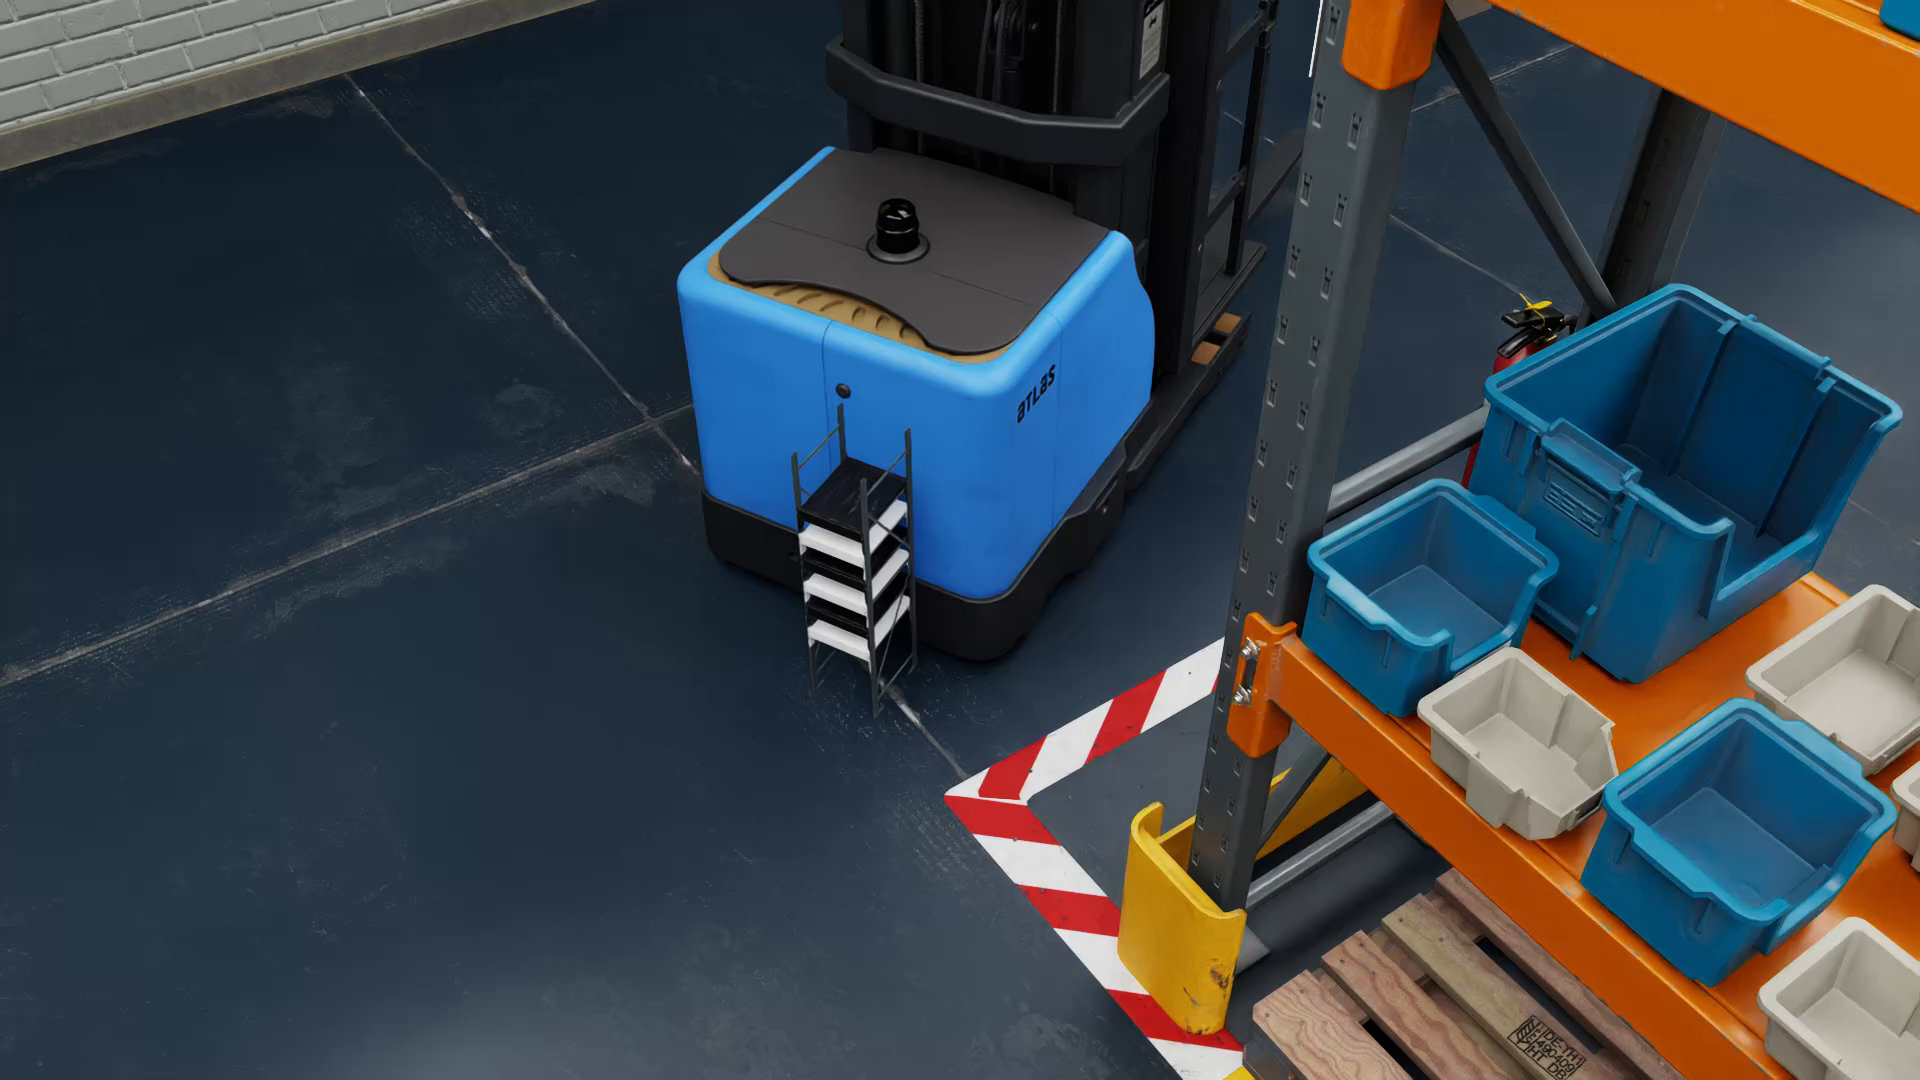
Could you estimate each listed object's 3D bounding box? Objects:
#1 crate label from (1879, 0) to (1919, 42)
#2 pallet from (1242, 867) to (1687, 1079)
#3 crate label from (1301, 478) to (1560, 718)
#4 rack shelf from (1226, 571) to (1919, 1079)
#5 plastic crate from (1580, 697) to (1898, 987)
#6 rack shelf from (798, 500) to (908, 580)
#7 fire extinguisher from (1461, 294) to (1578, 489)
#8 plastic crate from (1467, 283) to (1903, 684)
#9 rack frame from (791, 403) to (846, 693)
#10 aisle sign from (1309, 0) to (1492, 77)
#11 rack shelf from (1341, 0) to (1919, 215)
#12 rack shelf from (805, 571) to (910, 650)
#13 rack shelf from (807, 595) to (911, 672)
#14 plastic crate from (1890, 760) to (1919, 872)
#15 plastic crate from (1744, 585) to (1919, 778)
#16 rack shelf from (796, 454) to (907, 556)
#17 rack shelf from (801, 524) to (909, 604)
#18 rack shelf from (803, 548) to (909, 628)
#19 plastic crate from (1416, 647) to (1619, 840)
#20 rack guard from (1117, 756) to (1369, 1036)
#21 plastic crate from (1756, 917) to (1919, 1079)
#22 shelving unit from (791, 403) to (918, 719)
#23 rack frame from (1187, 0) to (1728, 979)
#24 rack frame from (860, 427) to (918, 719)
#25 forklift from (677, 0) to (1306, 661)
[{"bbox_3d":[1.233,-0.574,1.615,0.408,0.251,0.502,-26,49,-24],"label":"crate label"},{"bbox_3d":[1.411,1.298,3.738,1.003,0.211,1.213,-26,49,-24],"label":"pallet"},{"bbox_3d":[0.842,0.115,3.035,0.416,0.233,0.303,-26,49,-24],"label":"crate label"},{"bbox_3d":[2.115,1.200,2.342,1.077,0.370,4.000,-26,49,-24],"label":"rack shelf"},{"bbox_3d":[1.218,0.488,2.644,0.416,0.233,0.300,-26,49,-24],"label":"plastic crate"},{"bbox_3d":[-0.275,-0.030,4.417,0.200,0.077,0.258,21,48,21],"label":"rack shelf"},{"bbox_3d":[1.257,-0.295,3.713,0.296,0.674,0.183,-26,49,-24],"label":"fire extinguisher"},{"bbox_3d":[1.315,-0.112,3.126,0.616,0.435,0.499,-26,49,-24],"label":"plastic crate"},{"bbox_3d":[-0.364,0.041,4.554,0.006,0.900,0.240,21,48,21],"label":"rack frame"},{"bbox_3d":[0.686,-1.057,2.302,0.394,0.787,0.004,-26,49,-24],"label":"aisle sign"},{"bbox_3d":[2.115,0.115,1.306,1.077,0.370,4.000,-26,49,-24],"label":"rack shelf"},{"bbox_3d":[-0.275,0.164,4.604,0.200,0.077,0.258,21,48,21],"label":"rack shelf"},{"bbox_3d":[-0.274,0.229,4.666,0.200,0.077,0.258,21,48,21],"label":"rack shelf"},{"bbox_3d":[1.740,0.441,2.764,0.396,0.136,0.243,-26,49,-24],"label":"plastic crate"},{"bbox_3d":[1.586,0.271,2.942,0.396,0.136,0.243,-26,49,-24],"label":"plastic crate"},{"bbox_3d":[-0.275,-0.095,4.355,0.200,0.077,0.258,21,48,21],"label":"rack shelf"},{"bbox_3d":[-0.275,0.034,4.480,0.200,0.077,0.258,21,48,21],"label":"rack shelf"},{"bbox_3d":[-0.275,0.099,4.542,0.200,0.077,0.258,21,48,21],"label":"rack shelf"},{"bbox_3d":[0.957,0.365,2.843,0.250,0.136,0.298,-26,49,-24],"label":"plastic crate"},{"bbox_3d":[0.946,0.702,4.152,1.175,0.500,0.348,-26,49,-24],"label":"rack guard"},{"bbox_3d":[1.345,0.749,2.441,0.250,0.136,0.298,-26,49,-24],"label":"plastic crate"},{"bbox_3d":[-0.275,0.075,4.519,0.210,0.900,0.258,21,48,21],"label":"shelving unit"},{"bbox_3d":[0.971,-0.193,3.280,1.000,3.000,0.127,-26,49,-24],"label":"rack frame"},{"bbox_3d":[-0.186,0.109,4.483,0.006,0.900,0.240,21,48,21],"label":"rack frame"},{"bbox_3d":[0.374,-1.724,4.933,1.130,2.935,3.031,21,47,21],"label":"forklift"}]
